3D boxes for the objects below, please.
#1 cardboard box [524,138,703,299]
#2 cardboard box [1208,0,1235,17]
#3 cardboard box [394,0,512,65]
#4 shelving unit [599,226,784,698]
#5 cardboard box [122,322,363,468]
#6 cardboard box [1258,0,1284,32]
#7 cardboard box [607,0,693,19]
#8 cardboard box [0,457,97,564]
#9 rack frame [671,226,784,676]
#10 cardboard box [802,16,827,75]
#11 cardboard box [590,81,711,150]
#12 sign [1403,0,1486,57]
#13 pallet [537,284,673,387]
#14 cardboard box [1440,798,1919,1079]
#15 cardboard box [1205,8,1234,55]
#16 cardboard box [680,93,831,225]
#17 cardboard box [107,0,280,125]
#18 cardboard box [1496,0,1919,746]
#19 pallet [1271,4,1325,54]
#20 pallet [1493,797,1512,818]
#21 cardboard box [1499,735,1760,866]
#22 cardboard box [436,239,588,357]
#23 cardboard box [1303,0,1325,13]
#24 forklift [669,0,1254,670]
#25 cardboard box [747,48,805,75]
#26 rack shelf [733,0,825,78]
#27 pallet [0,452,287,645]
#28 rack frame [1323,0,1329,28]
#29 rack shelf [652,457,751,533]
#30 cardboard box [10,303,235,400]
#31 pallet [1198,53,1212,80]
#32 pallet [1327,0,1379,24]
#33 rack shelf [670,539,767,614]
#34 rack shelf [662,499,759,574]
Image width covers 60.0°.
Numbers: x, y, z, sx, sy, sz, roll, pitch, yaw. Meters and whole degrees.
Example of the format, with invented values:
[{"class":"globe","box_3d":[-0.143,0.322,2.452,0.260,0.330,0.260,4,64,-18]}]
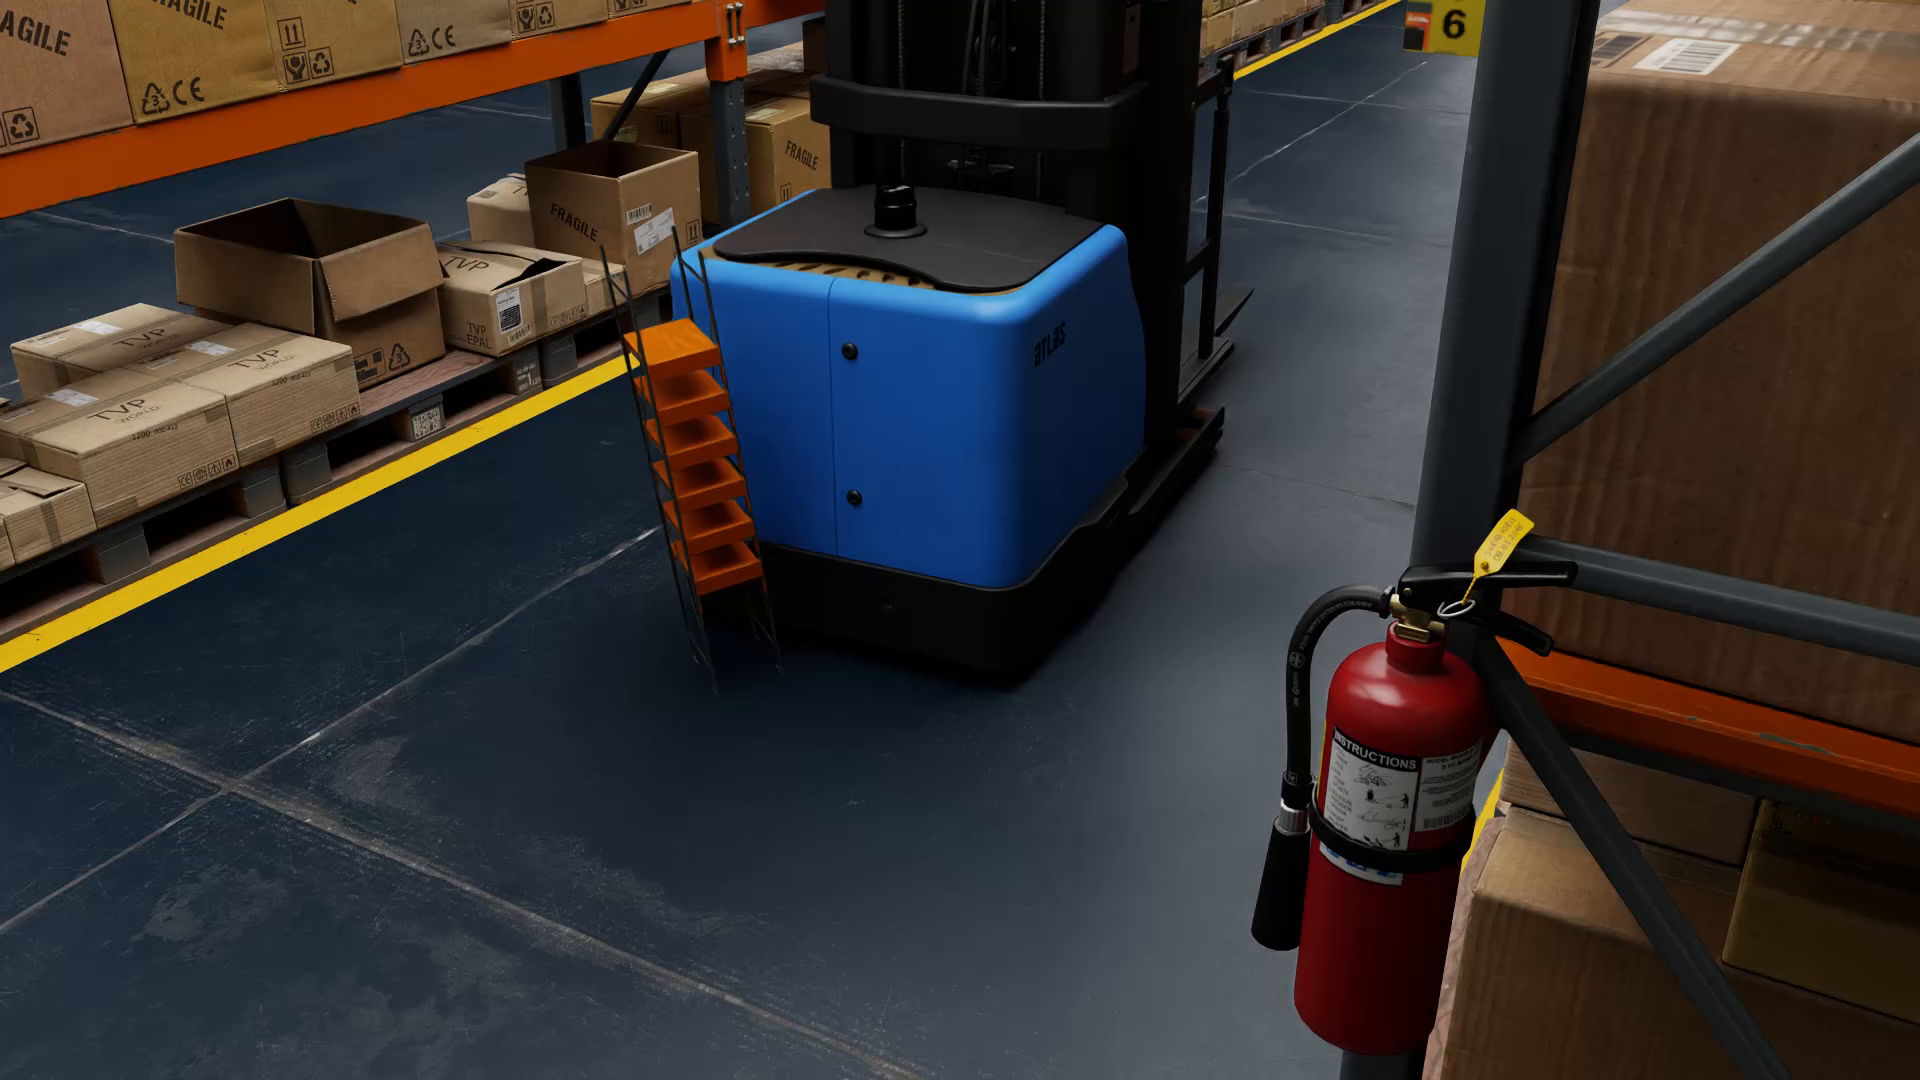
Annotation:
[{"class":"cardboard box","box_3d":[-1.415,-1.333,6.864,0.500,0.500,0.500,14,30,26]},{"class":"cardboard box","box_3d":[1.604,-3.851,11.568,0.500,0.311,0.500,13,30,25]},{"class":"cardboard box","box_3d":[-1.907,-1.930,5.644,0.500,0.500,0.500,15,30,27]},{"class":"shelving unit","box_3d":[-0.672,-0.176,4.244,0.189,1.200,0.258,-18,31,-19]},{"class":"cardboard box","box_3d":[-2.343,-0.486,5.451,0.500,0.250,0.500,14,30,26]},{"class":"cardboard box","box_3d":[2.101,-3.993,12.479,0.500,0.250,0.500,15,30,27]},{"class":"cardboard box","box_3d":[-1.404,-2.332,6.447,0.500,0.500,0.500,15,30,27]},{"class":"cardboard box","box_3d":[-2.721,-0.095,4.762,0.380,0.166,0.250,14,30,26]},{"class":"rack frame","box_3d":[-0.590,-0.203,4.273,0.006,1.200,0.240,-18,31,-19]},{"class":"cardboard box","box_3d":[-0.439,-2.478,8.312,0.500,0.250,0.500,14,30,26]},{"class":"cardboard box","box_3d":[-1.388,-1.873,7.942,0.500,0.500,0.500,14,30,26]},{"class":"sign","box_3d":[0.500,-0.639,1.618,0.100,0.325,0.005,14,30,26]},{"class":"pallet","box_3d":[-1.720,-1.025,7.061,1.003,0.211,1.213,14,30,26]},{"class":"cardboard box","box_3d":[1.223,0.744,2.735,0.700,0.500,0.500,14,30,26]},{"class":"cardboard box","box_3d":[1.597,-3.596,11.684,0.500,0.250,0.500,13,30,25]},{"class":"cardboard box","box_3d":[-0.931,-1.753,7.702,0.500,0.500,0.500,13,29,24]},{"class":"cardboard box","box_3d":[-2.403,-1.537,4.858,0.500,0.500,0.500,14,30,26]},{"class":"cardboard box","box_3d":[1.208,-0.226,2.015,0.980,0.700,0.700,16,31,28]},{"class":"pallet","box_3d":[2.226,-4.114,13.233,1.003,0.211,1.213,14,30,26]},{"class":"pallet","box_3d":[1.892,0.554,3.908,1.003,0.211,1.213,14,30,26]},{"class":"cardboard box","box_3d":[1.127,0.364,2.770,0.380,0.149,0.250,14,30,26]},{"class":"cardboard box","box_3d":[-1.784,-0.957,6.322,0.500,0.311,0.500,14,30,26]},{"class":"cardboard box","box_3d":[2.602,-4.390,13.270,0.500,0.250,0.500,14,30,26]},{"class":"forklift","box_3d":[0.282,-1.601,5.174,1.130,2.935,3.031,11,29,21]},{"class":"cardboard box","box_3d":[-0.891,-2.260,8.714,0.500,0.500,0.500,15,30,27]},{"class":"rack shelf","box_3d":[-0.398,-2.997,8.689,1.077,0.370,4.000,14,30,26]},{"class":"pallet","box_3d":[-2.920,-0.074,5.161,1.003,0.211,1.213,14,30,26]},{"class":"rack frame","box_3d":[2.554,-5.657,13.199,1.000,3.000,0.127,14,30,26]},{"class":"rack shelf","box_3d":[-0.667,-0.138,4.266,0.180,0.103,0.258,-18,31,-19]},{"class":"cardboard box","box_3d":[-2.803,-0.577,5.632,0.500,0.250,0.500,14,30,26]},{"class":"pallet","box_3d":[1.025,-3.163,11.333,1.003,0.211,1.213,14,30,26]},{"class":"pallet","box_3d":[2.982,-4.711,14.424,1.003,0.211,1.213,14,30,26]},{"class":"rack shelf","box_3d":[-0.641,0.070,4.384,0.180,0.103,0.258,-18,31,-19]},{"class":"rack shelf","box_3d":[-0.654,-0.034,4.325,0.180,0.103,0.258,-18,31,-19]}]
